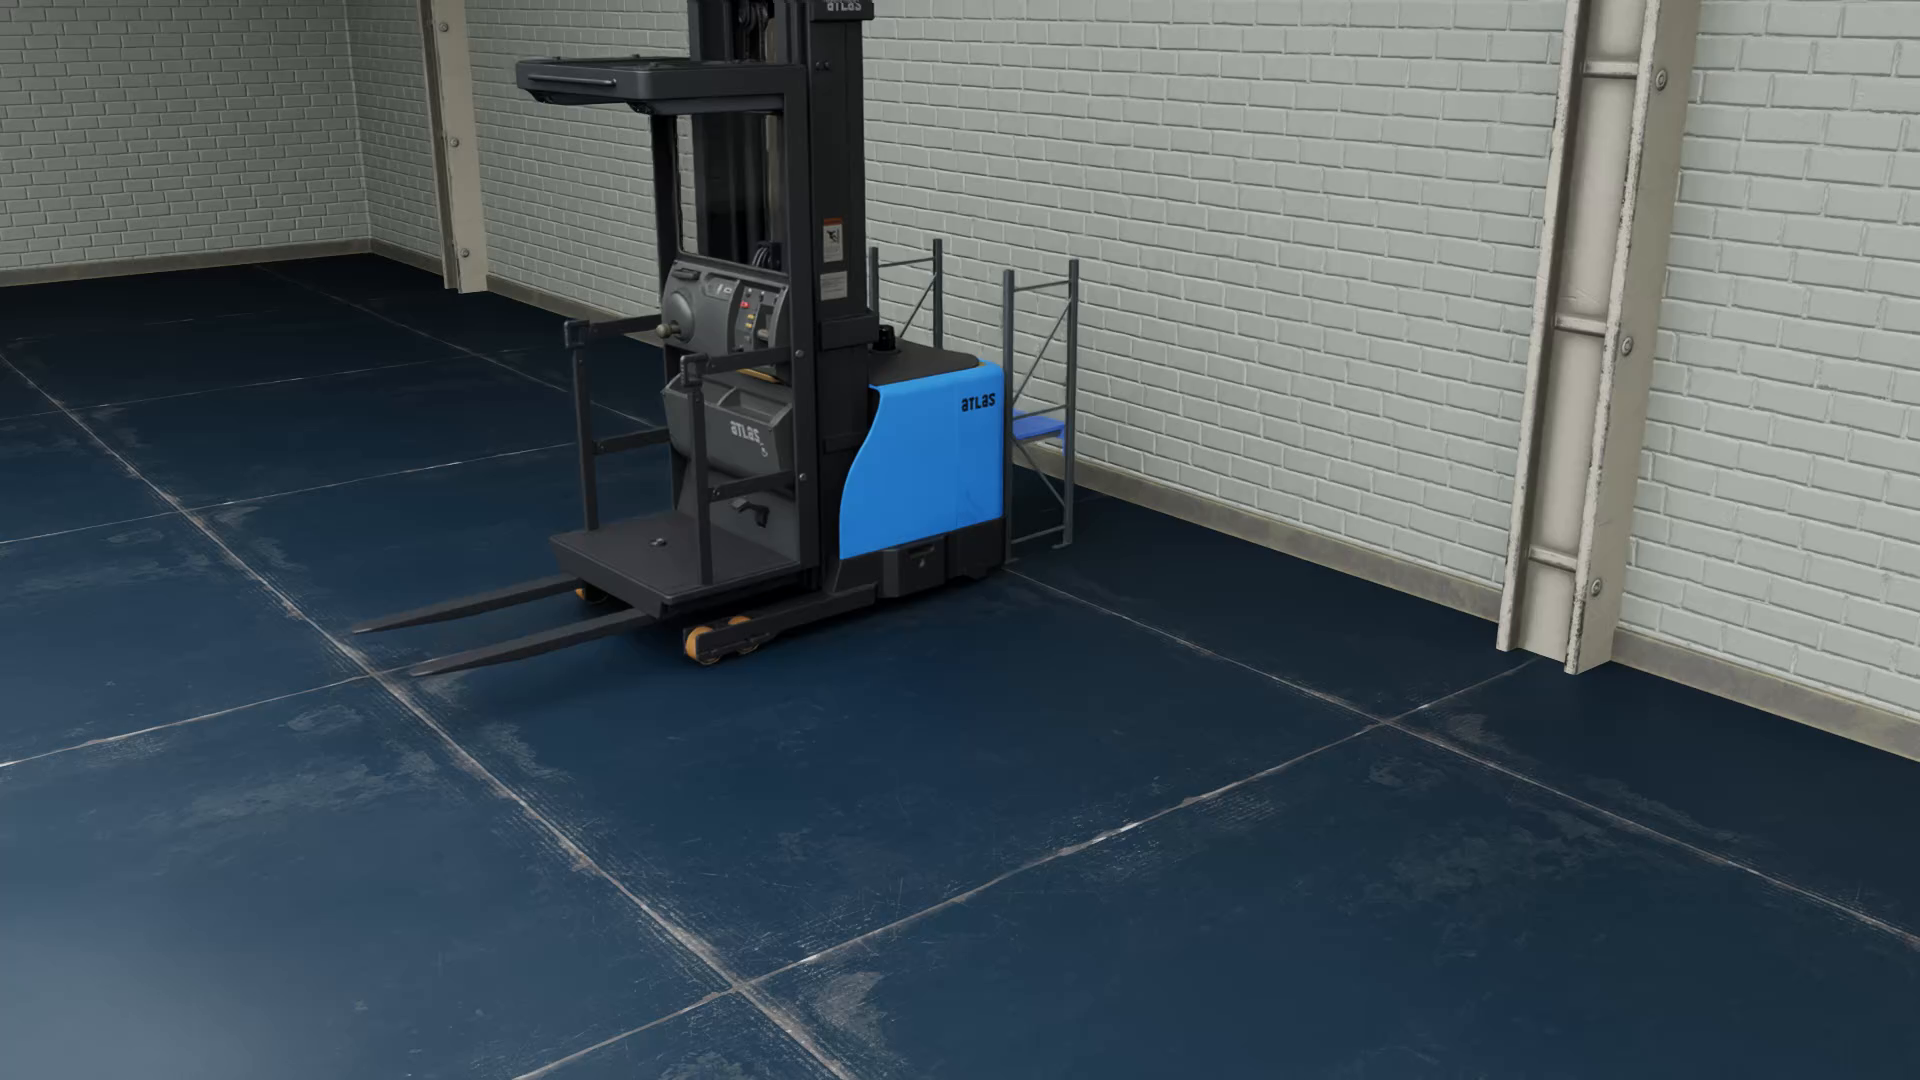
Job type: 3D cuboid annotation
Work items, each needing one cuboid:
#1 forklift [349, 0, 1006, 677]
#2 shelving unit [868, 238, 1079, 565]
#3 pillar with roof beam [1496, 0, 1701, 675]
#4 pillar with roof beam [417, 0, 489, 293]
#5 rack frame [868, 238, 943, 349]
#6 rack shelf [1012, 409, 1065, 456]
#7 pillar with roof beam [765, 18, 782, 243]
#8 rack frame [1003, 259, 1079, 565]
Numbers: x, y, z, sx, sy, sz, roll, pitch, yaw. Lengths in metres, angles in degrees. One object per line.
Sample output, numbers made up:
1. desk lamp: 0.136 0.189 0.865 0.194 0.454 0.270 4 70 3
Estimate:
1. forklift: -1.218 -1.035 7.324 3.031 2.935 1.130 -15 24 -38
2. shelving unit: 0.057 -0.759 8.768 0.538 1.500 1.048 -16 24 -40
3. pillar with roof beam: -0.746 -2.932 3.402 9.100 9.000 0.400 -14 23 -36
4. pillar with roof beam: -8.197 -5.889 12.332 9.100 9.000 0.400 -14 23 -36
5. rack frame: -0.289 -0.876 9.122 0.500 1.500 0.032 -16 24 -40
6. rack shelf: 0.057 -0.588 8.825 0.538 0.185 1.000 -16 24 -40
7. pillar with roof beam: -4.472 -4.411 7.867 9.100 9.000 0.400 -14 23 -36
8. rack frame: 0.403 -0.642 8.415 0.500 1.500 0.032 -16 24 -40
